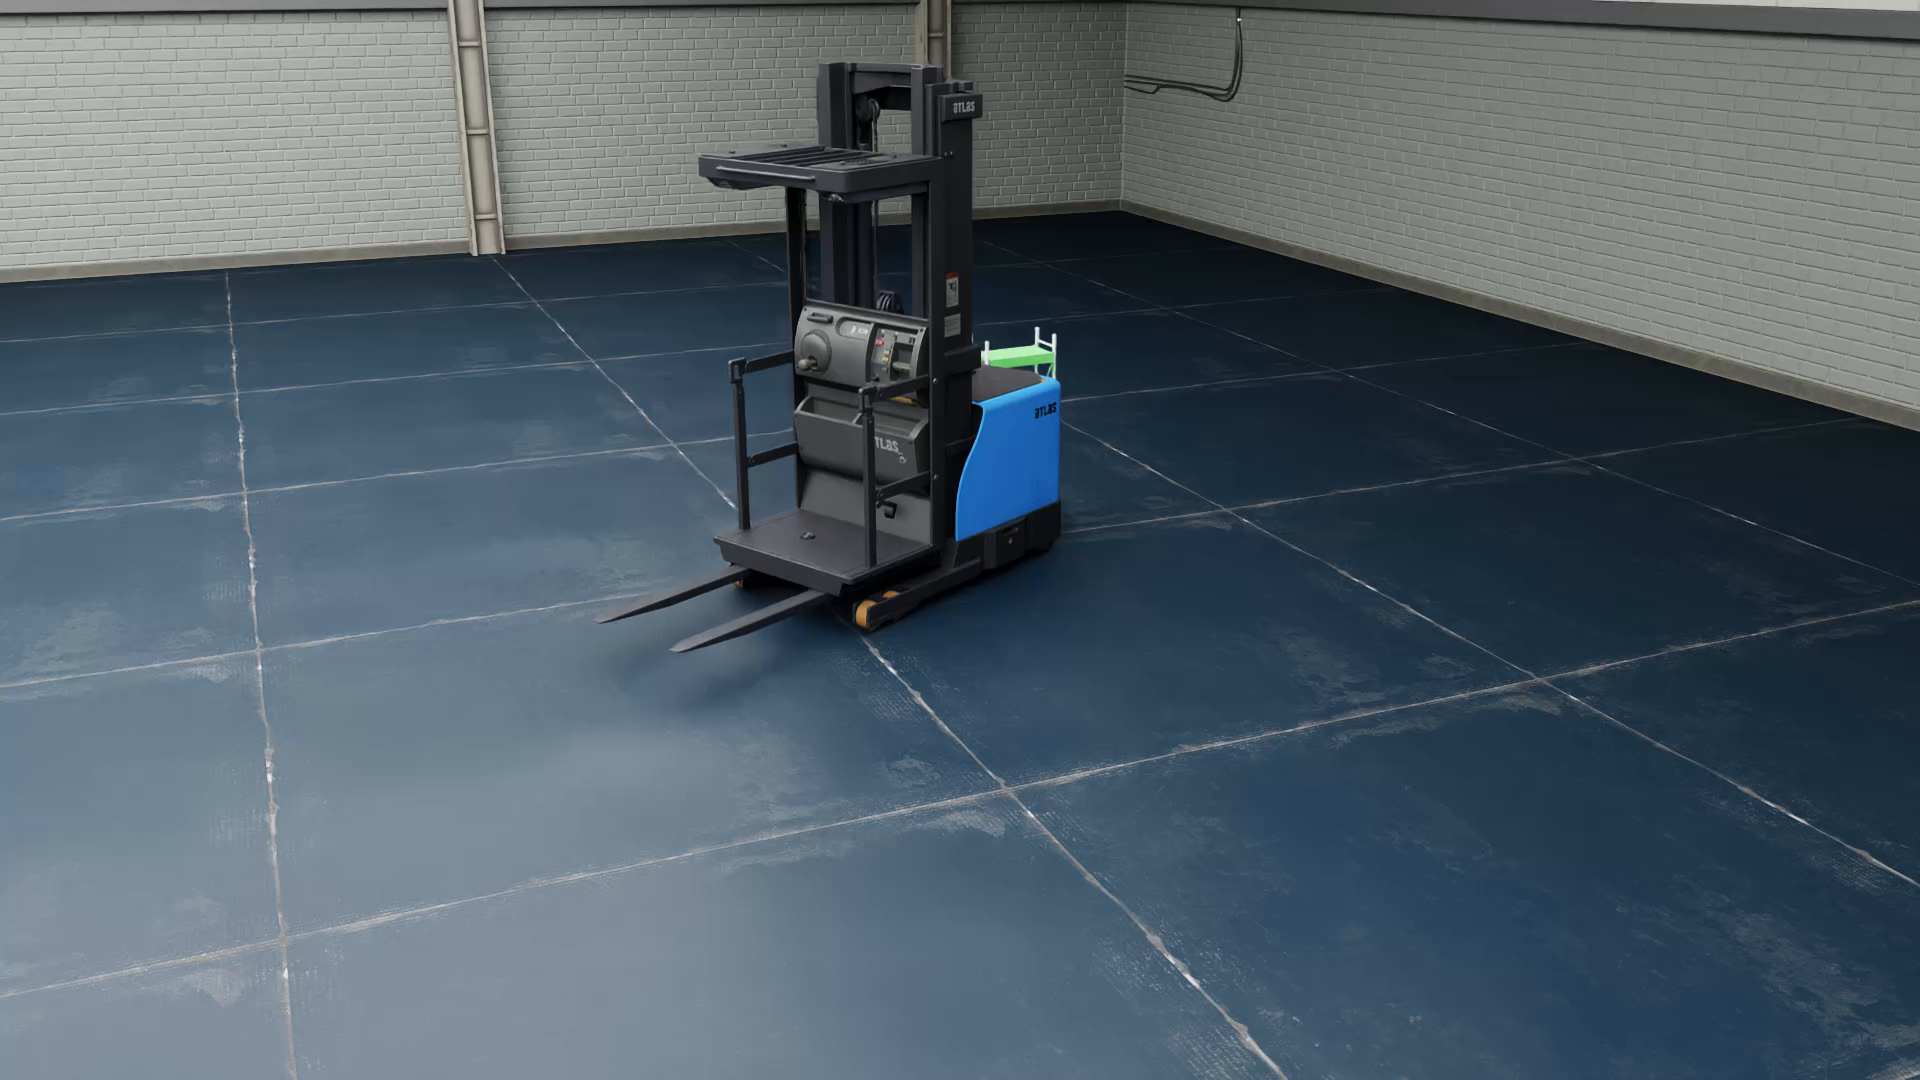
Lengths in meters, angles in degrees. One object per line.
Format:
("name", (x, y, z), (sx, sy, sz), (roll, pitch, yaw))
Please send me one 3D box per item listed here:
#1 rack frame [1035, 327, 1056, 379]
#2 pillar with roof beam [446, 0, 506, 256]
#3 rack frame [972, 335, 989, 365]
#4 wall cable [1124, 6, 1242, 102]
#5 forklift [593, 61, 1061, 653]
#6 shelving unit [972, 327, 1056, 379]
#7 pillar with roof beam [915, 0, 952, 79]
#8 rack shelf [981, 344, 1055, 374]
("rack frame", (0.555, -0.789, 10.957), (0.015, 1.200, 0.240), (-10, 22, -26))
("pillar with roof beam", (-4.157, -6.497, 15.423), (0.400, 9.000, 9.100), (-8, 21, -22))
("rack frame", (0.121, -0.715, 10.746), (0.015, 1.200, 0.240), (-10, 22, -26))
("wall cable", (2.876, -7.118, 21.865), (0.112, 2.526, 3.097), (-8, 21, -22))
("forklift", (-0.697, -1.073, 9.155), (1.130, 2.935, 3.031), (15, 25, 37))
("shelving unit", (0.338, -0.752, 10.851), (0.503, 1.200, 0.258), (-10, 22, -26))
("pillar with roof beam", (1.352, -7.286, 17.665), (0.400, 9.000, 9.100), (-8, 21, -22))
("rack shelf", (0.338, -1.145, 10.713), (0.480, 0.148, 0.258), (-10, 22, -26))
